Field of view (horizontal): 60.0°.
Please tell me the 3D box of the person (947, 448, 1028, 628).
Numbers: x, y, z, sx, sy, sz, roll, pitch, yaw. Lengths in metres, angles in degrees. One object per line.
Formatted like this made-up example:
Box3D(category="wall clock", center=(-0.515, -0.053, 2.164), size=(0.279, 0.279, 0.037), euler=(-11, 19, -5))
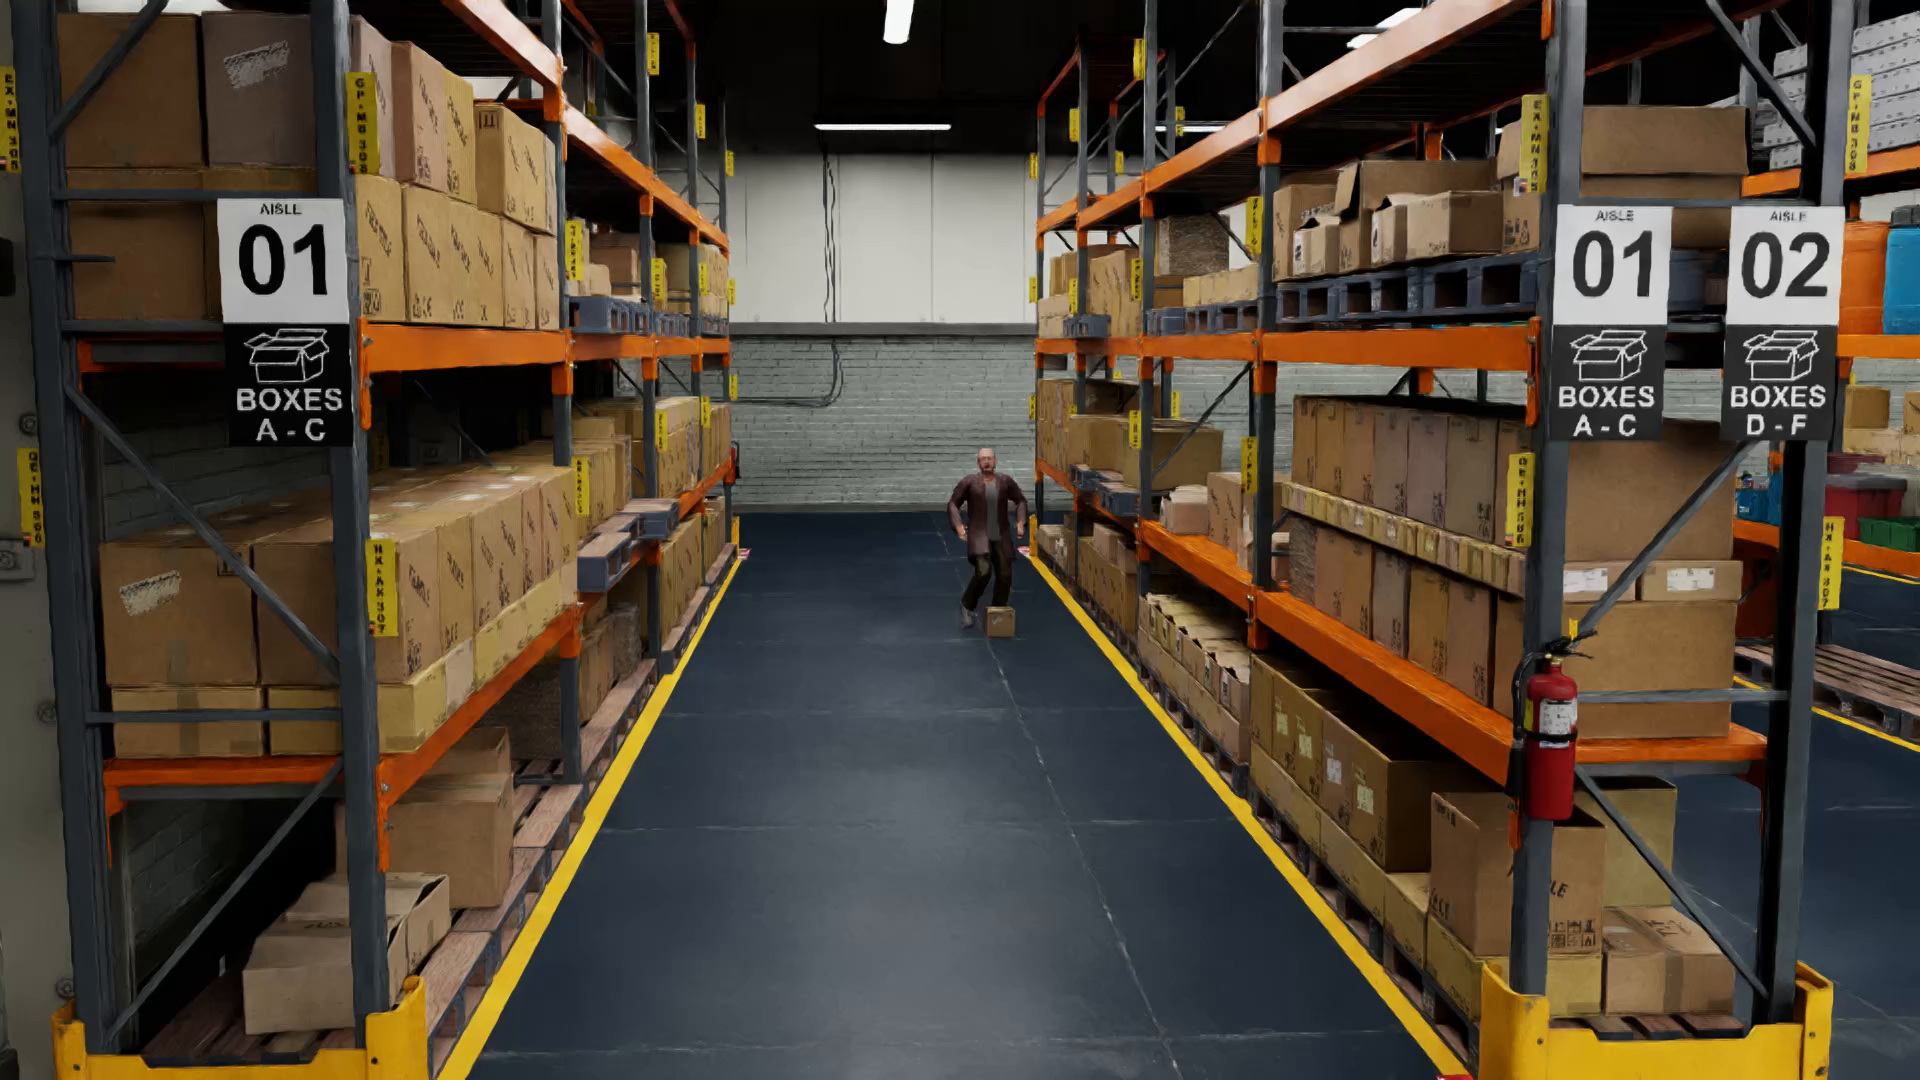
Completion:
Box3D(category="person", center=(0.303, -0.011, 16.039), size=(0.788, 1.749, 0.519), euler=(-2, 7, -18))
